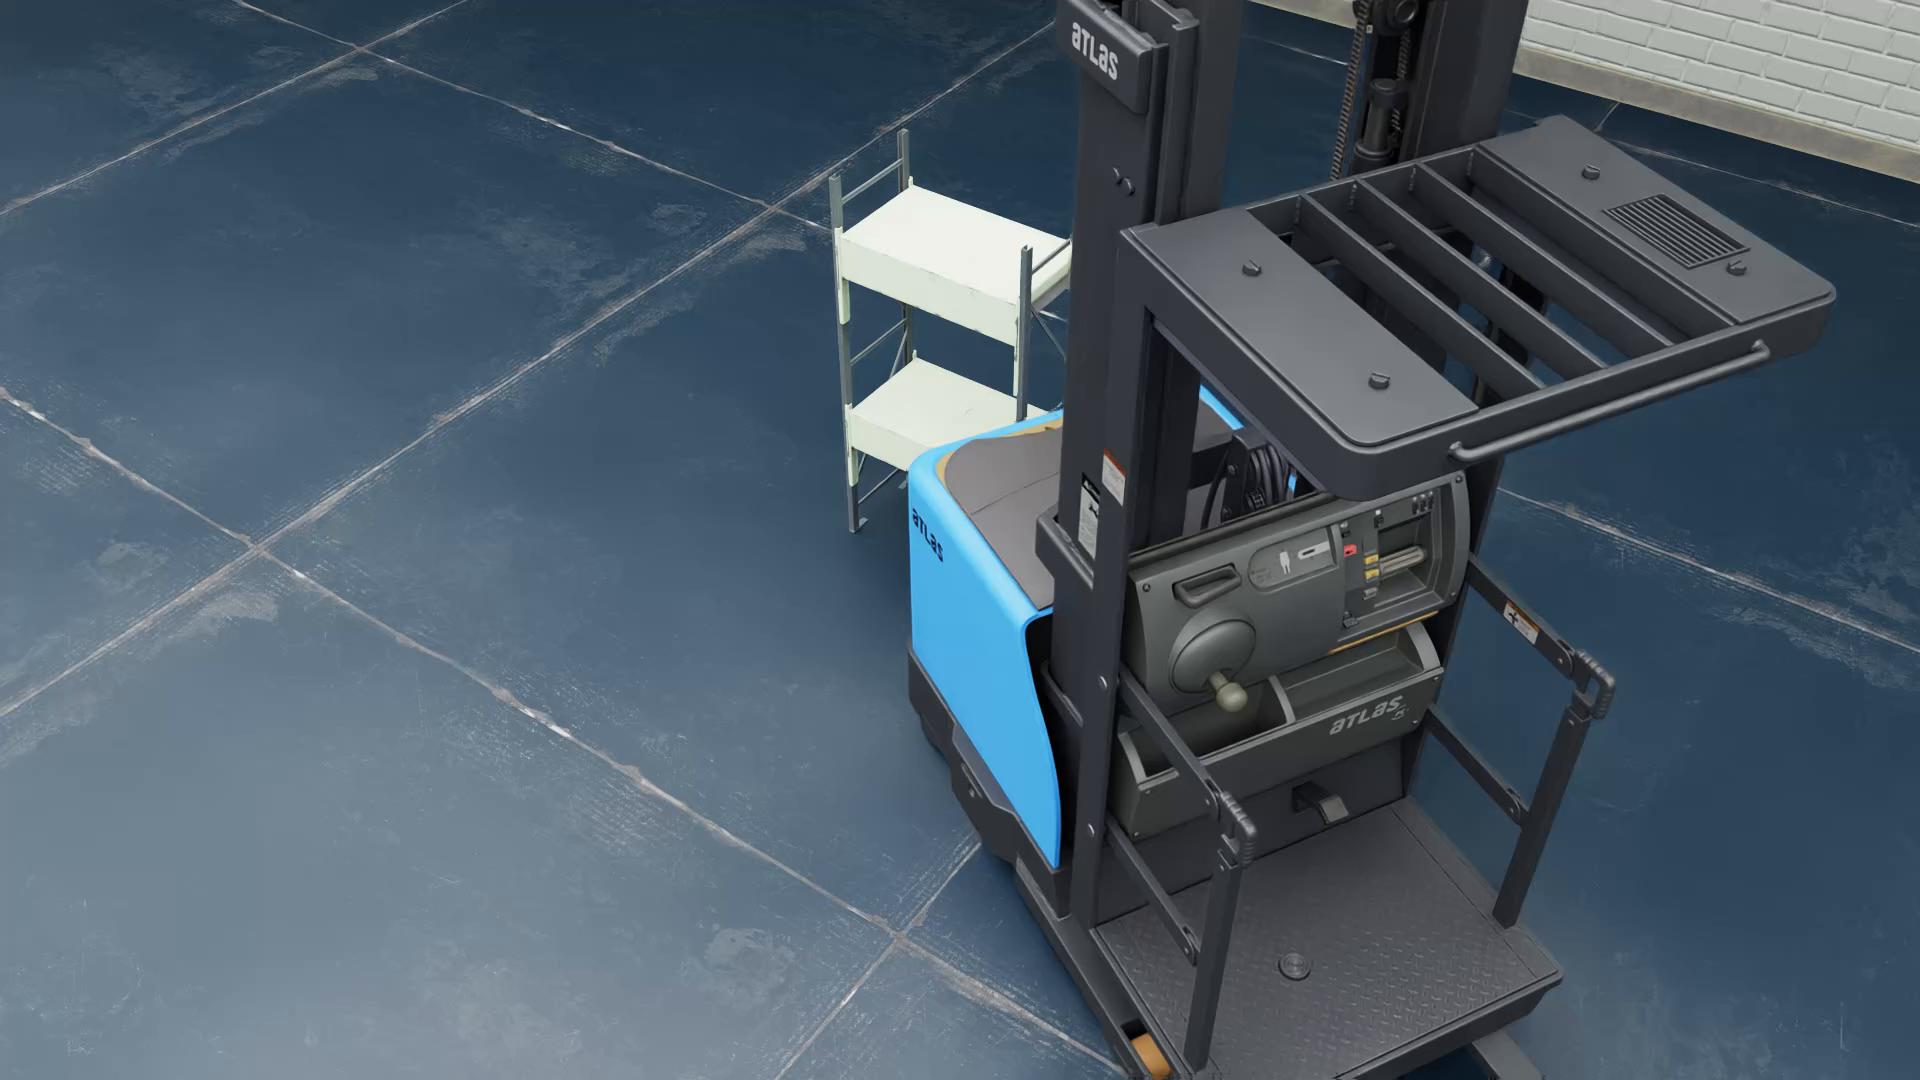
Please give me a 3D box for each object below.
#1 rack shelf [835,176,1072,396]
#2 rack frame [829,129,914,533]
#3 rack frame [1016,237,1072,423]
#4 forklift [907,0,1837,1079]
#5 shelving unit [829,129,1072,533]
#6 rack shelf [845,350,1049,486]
[{"bbox_3d":[0.005,-0.847,5.487,0.720,0.370,0.431,25,48,25],"label":"rack shelf"},{"bbox_3d":[-0.294,-0.697,5.904,0.023,1.500,0.400,25,48,25],"label":"rack frame"},{"bbox_3d":[0.305,-0.416,5.590,0.023,1.500,0.400,25,48,25],"label":"rack frame"},{"bbox_3d":[0.925,0.200,3.829,1.130,2.935,3.031,-18,45,-19],"label":"forklift"},{"bbox_3d":[0.005,-0.556,5.747,0.755,1.500,0.431,25,48,25],"label":"shelving unit"},{"bbox_3d":[0.005,-0.313,5.964,0.720,0.370,0.431,25,48,25],"label":"rack shelf"}]
